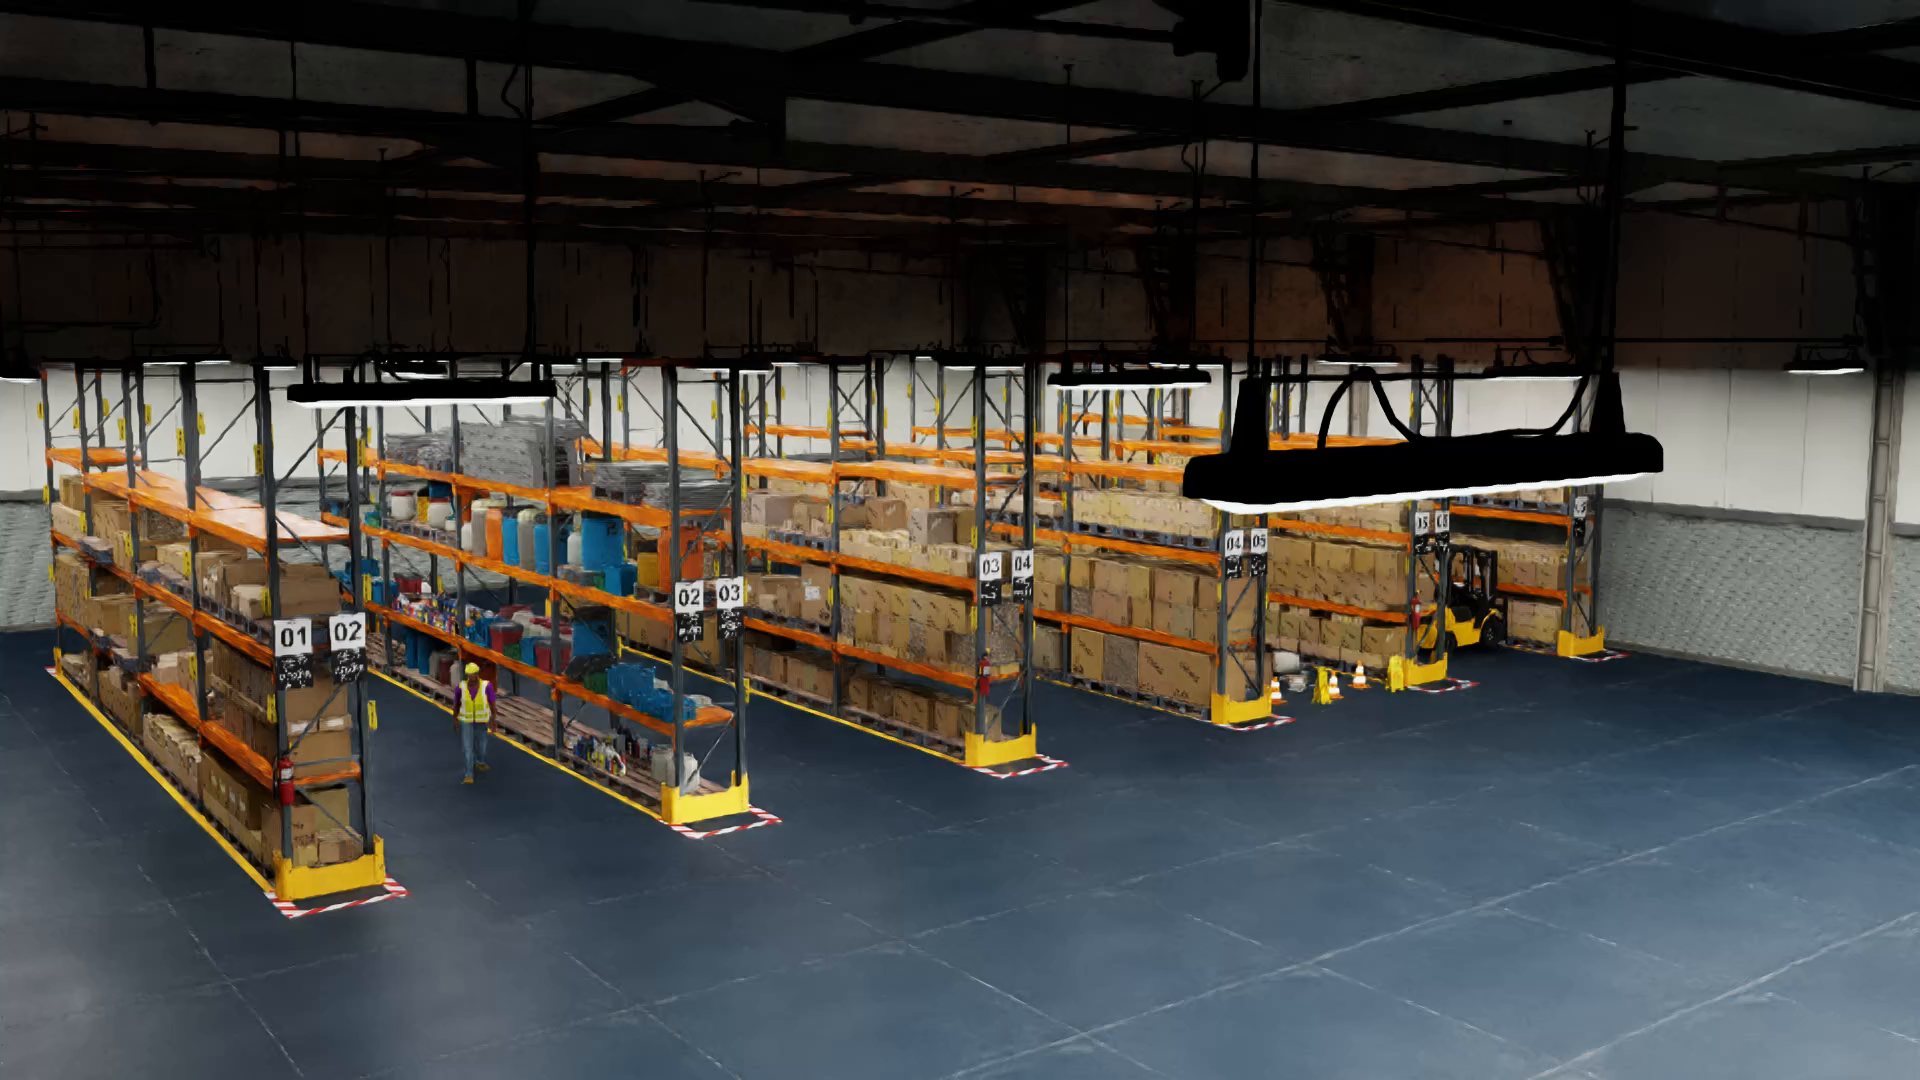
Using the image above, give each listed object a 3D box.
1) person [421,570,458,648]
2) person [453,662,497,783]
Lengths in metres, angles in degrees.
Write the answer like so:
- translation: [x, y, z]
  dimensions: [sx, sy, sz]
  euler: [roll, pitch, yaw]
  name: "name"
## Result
- translation: [-10.711, 1.435, 33.654]
  dimensions: [0.889, 1.712, 0.737]
  euler: [5, 8, 36]
  name: "person"
- translation: [-7.001, 2.602, 24.011]
  dimensions: [0.603, 1.728, 0.939]
  euler: [-2, 7, -20]
  name: "person"
